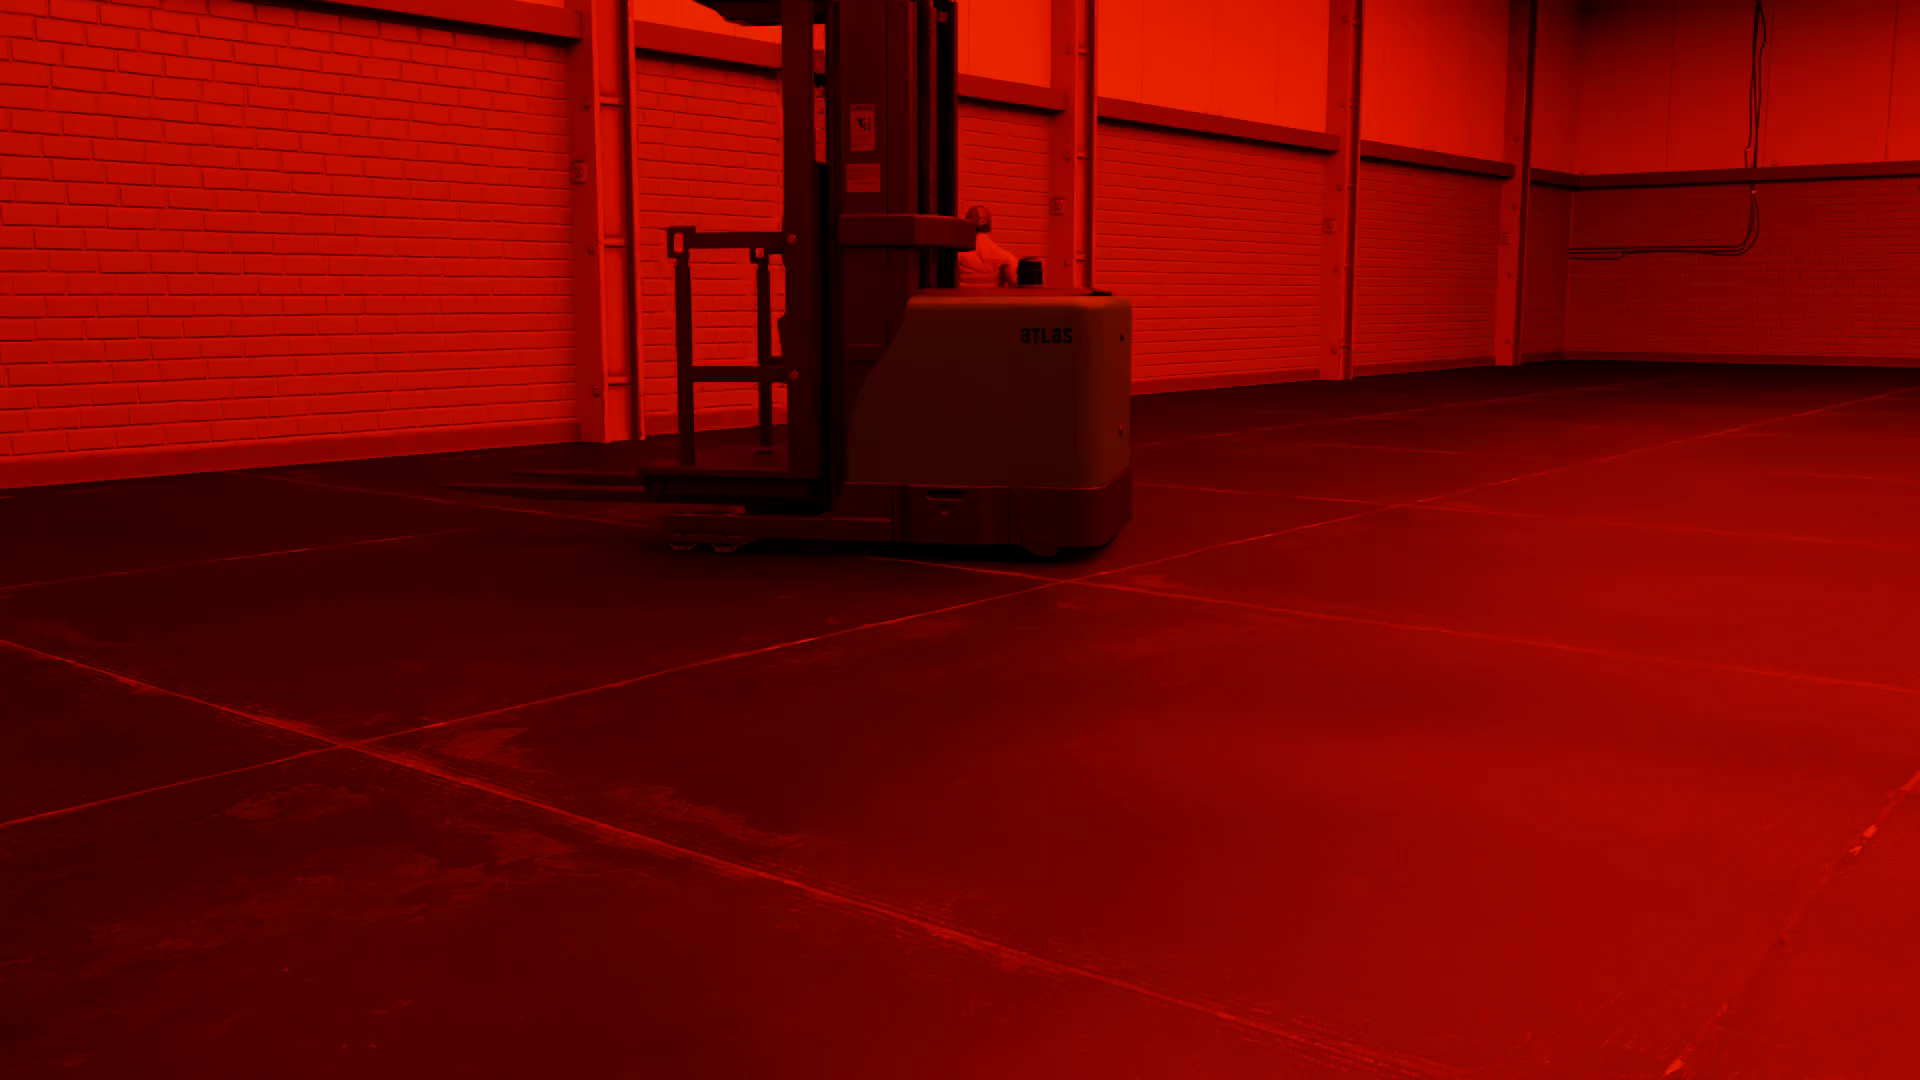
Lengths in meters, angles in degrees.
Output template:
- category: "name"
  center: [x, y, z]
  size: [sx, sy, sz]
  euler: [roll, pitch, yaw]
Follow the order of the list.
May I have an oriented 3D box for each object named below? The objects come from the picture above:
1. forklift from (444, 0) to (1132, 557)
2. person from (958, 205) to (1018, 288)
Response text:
- category: "forklift"
  center: [-0.788, -1.469, 7.321]
  size: [3.031, 2.935, 1.130]
  euler: [2, 9, 13]
- category: "person"
  center: [0.124, -1.218, 10.154]
  size: [0.829, 1.632, 0.689]
  euler: [0, 8, -2]
